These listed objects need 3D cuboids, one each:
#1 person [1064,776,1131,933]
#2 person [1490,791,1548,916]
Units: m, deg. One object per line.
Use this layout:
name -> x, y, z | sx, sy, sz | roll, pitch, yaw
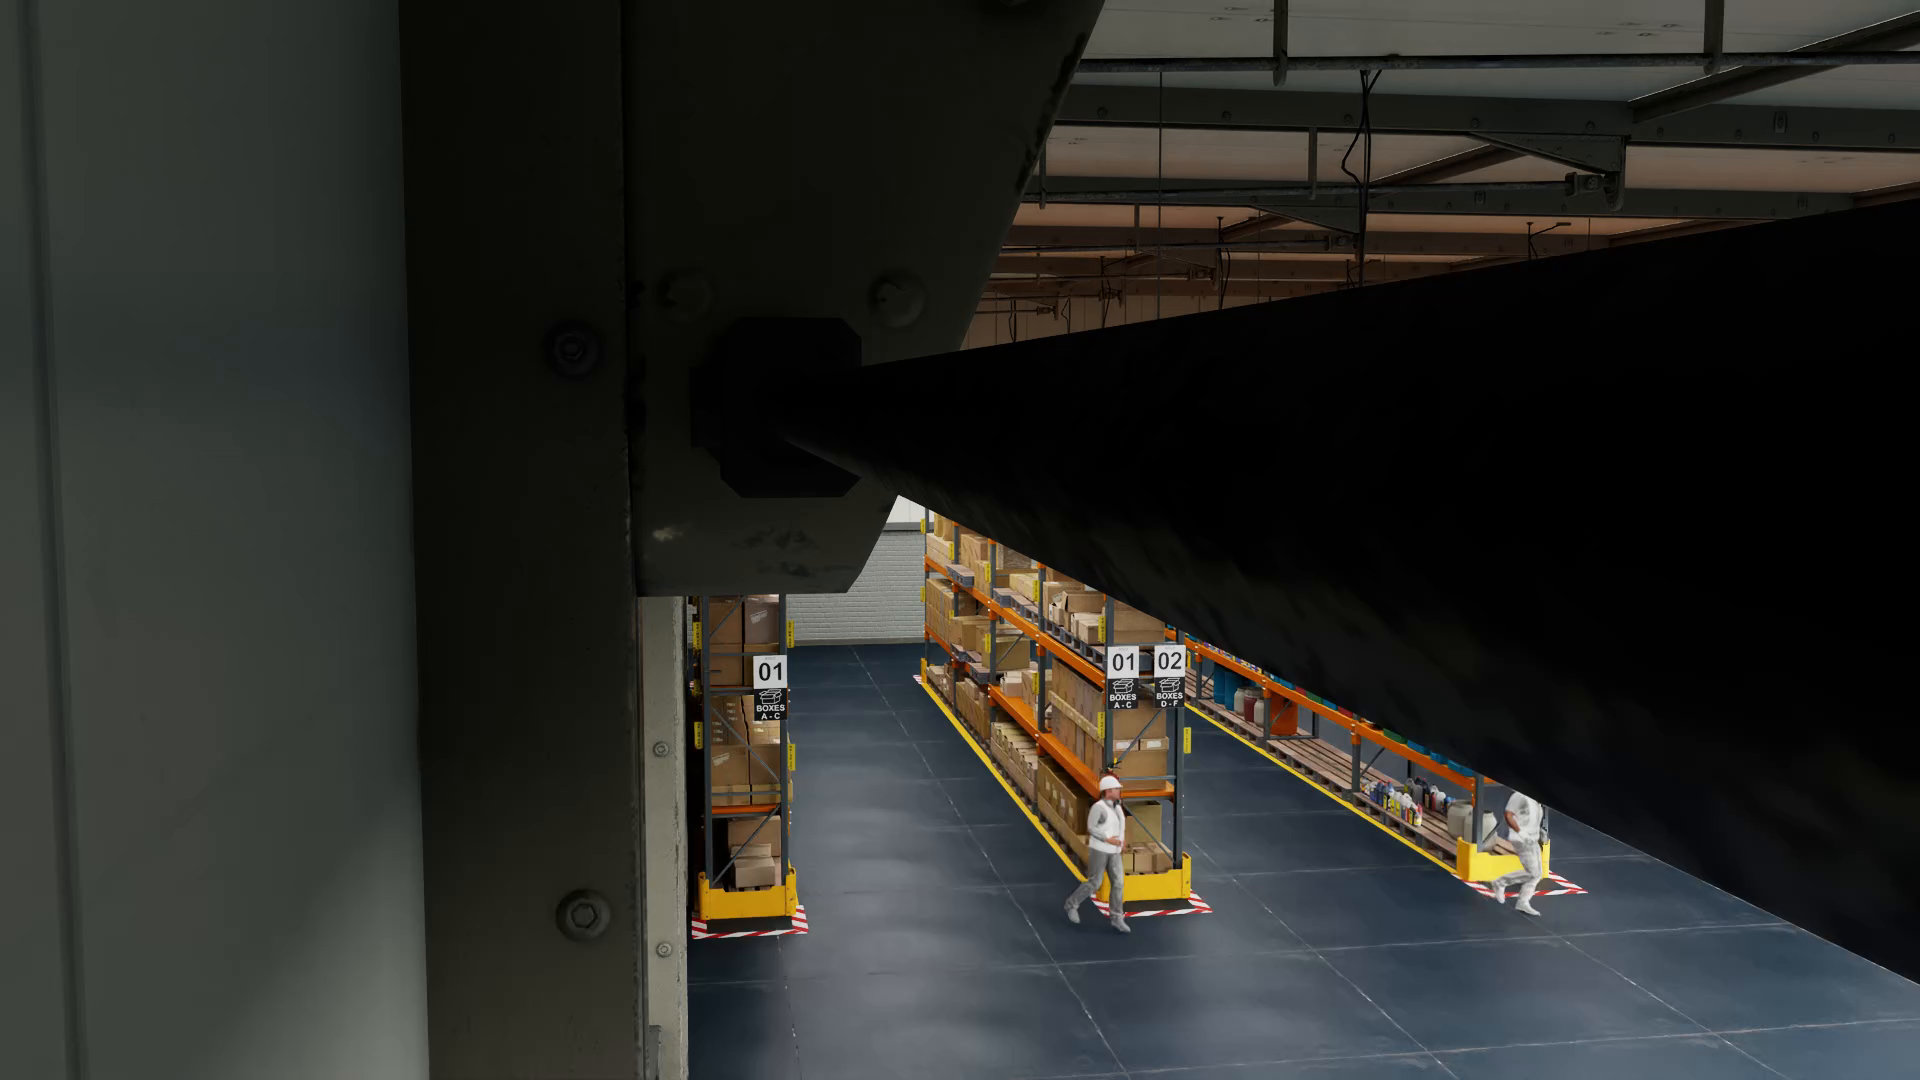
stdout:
person -> 1.762, 3.698, 19.810 | 0.878, 1.770, 0.724 | 4, 7, 40
person -> 6.906, 3.682, 20.453 | 0.591, 1.755, 0.707 | 4, 6, 35
